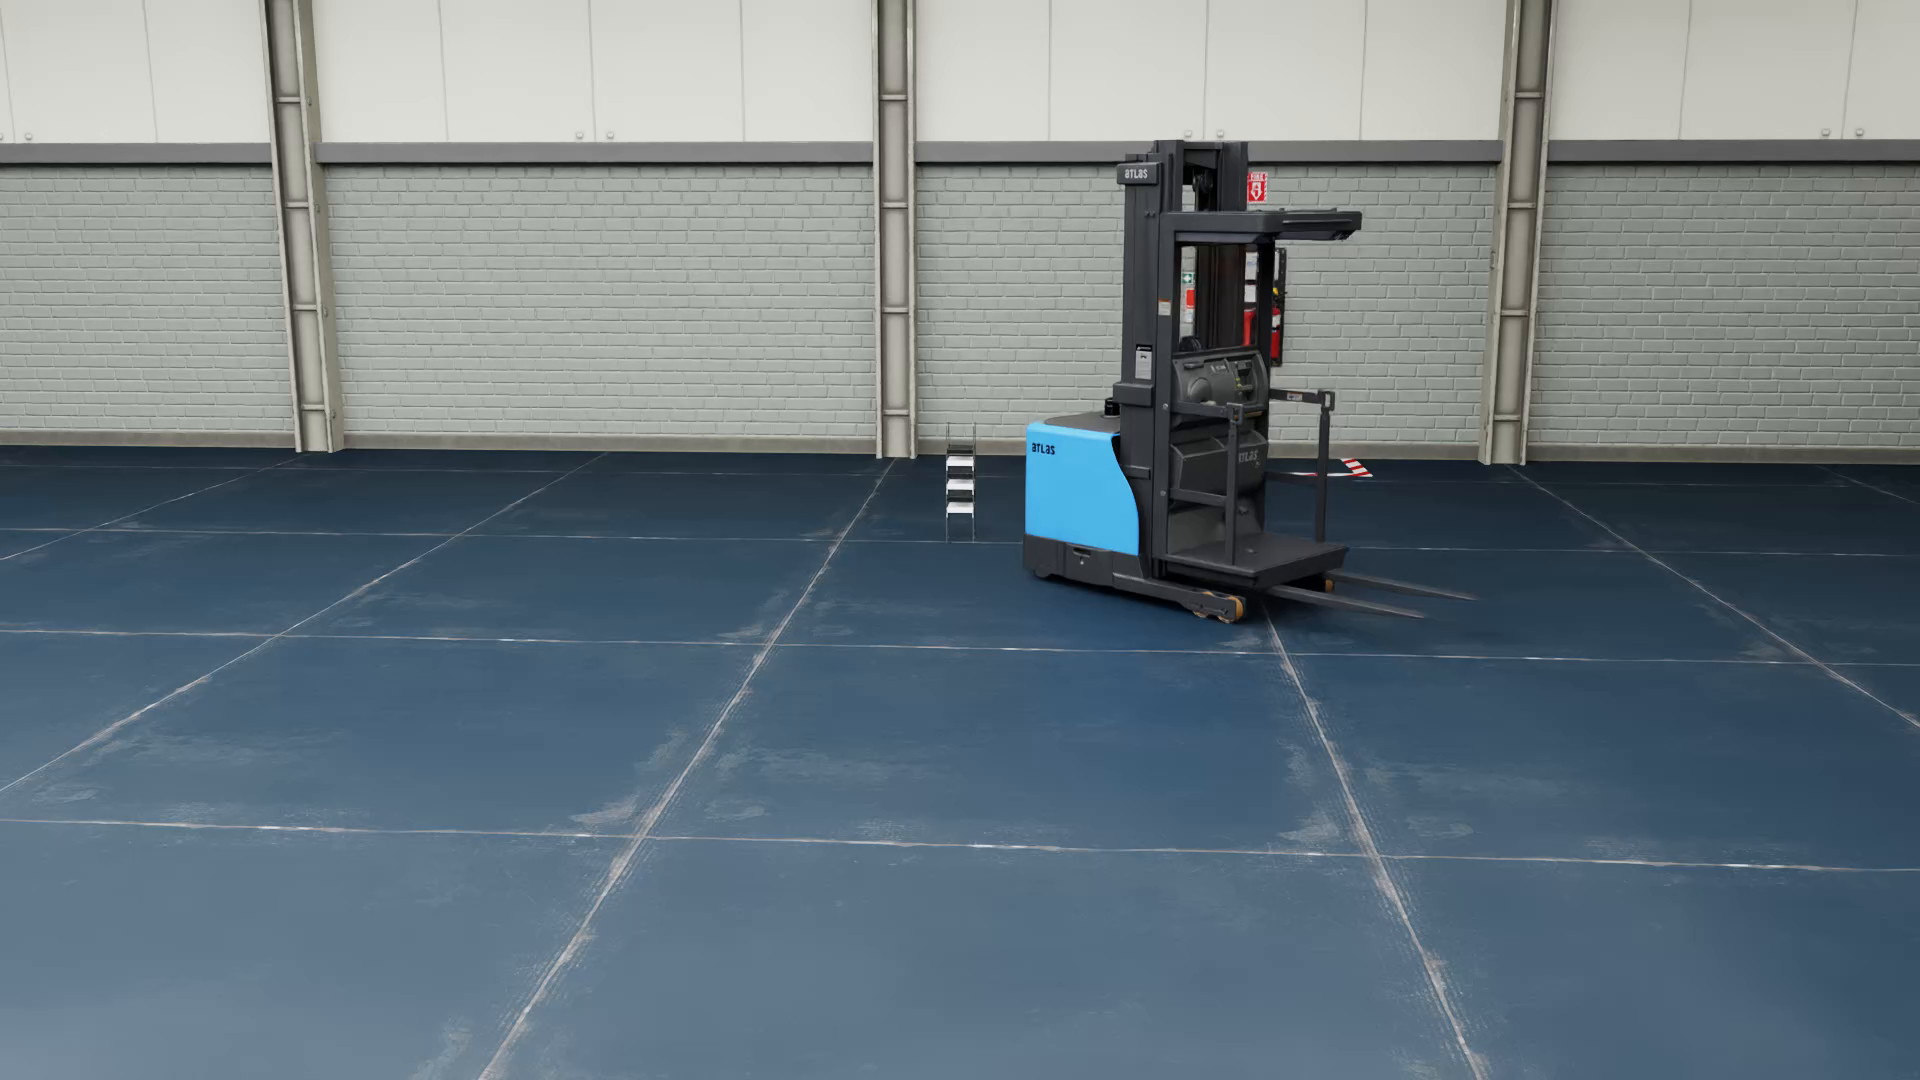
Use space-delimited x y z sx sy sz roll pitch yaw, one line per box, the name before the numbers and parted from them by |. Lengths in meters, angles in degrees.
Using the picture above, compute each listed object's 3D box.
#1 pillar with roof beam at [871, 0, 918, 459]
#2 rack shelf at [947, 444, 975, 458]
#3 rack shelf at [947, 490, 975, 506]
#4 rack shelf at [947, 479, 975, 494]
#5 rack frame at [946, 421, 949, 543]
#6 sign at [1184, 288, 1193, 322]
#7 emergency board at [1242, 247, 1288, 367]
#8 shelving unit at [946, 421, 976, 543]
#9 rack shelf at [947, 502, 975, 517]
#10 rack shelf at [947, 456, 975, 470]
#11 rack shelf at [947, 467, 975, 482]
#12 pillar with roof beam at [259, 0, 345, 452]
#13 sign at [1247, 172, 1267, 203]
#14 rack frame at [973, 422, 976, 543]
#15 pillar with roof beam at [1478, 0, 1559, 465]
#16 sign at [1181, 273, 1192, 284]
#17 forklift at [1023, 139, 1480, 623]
pillar with roof beam | -0.922 -4.376 11.709 0.400 9.000 9.100 1 12 4
rack shelf | 0.008 -0.672 12.627 0.200 0.077 0.258 1 12 4
rack shelf | 0.008 -0.320 12.701 0.200 0.077 0.258 1 12 4
rack shelf | 0.008 -0.408 12.682 0.200 0.077 0.258 1 12 4
rack frame | -0.093 -0.442 12.682 0.006 0.900 0.240 1 12 4
sign | 2.345 -2.324 16.467 0.234 0.329 0.001 1 12 4
emergency board | 2.890 -2.278 16.334 0.643 1.169 0.194 1 12 4
shelving unit | 0.008 -0.440 12.675 0.210 0.900 0.258 1 12 4
rack shelf | 0.008 -0.232 12.719 0.200 0.077 0.258 1 12 4
rack shelf | 0.008 -0.584 12.645 0.200 0.077 0.258 1 12 4
rack shelf | 0.008 -0.496 12.664 0.200 0.077 0.258 1 12 4
pillar with roof beam | -6.908 -4.458 12.101 0.400 9.000 9.100 1 12 4
sign | 2.888 -3.433 16.194 0.199 0.298 0.001 1 12 4
rack frame | 0.110 -0.439 12.669 0.006 0.900 0.240 1 12 4
pillar with roof beam | 5.065 -4.294 11.316 0.400 9.000 9.100 1 12 4
sign | 2.349 -2.582 16.404 0.331 0.109 0.001 1 12 4
forklift | 1.830 -1.038 10.574 1.130 2.935 3.031 -11 16 -44
